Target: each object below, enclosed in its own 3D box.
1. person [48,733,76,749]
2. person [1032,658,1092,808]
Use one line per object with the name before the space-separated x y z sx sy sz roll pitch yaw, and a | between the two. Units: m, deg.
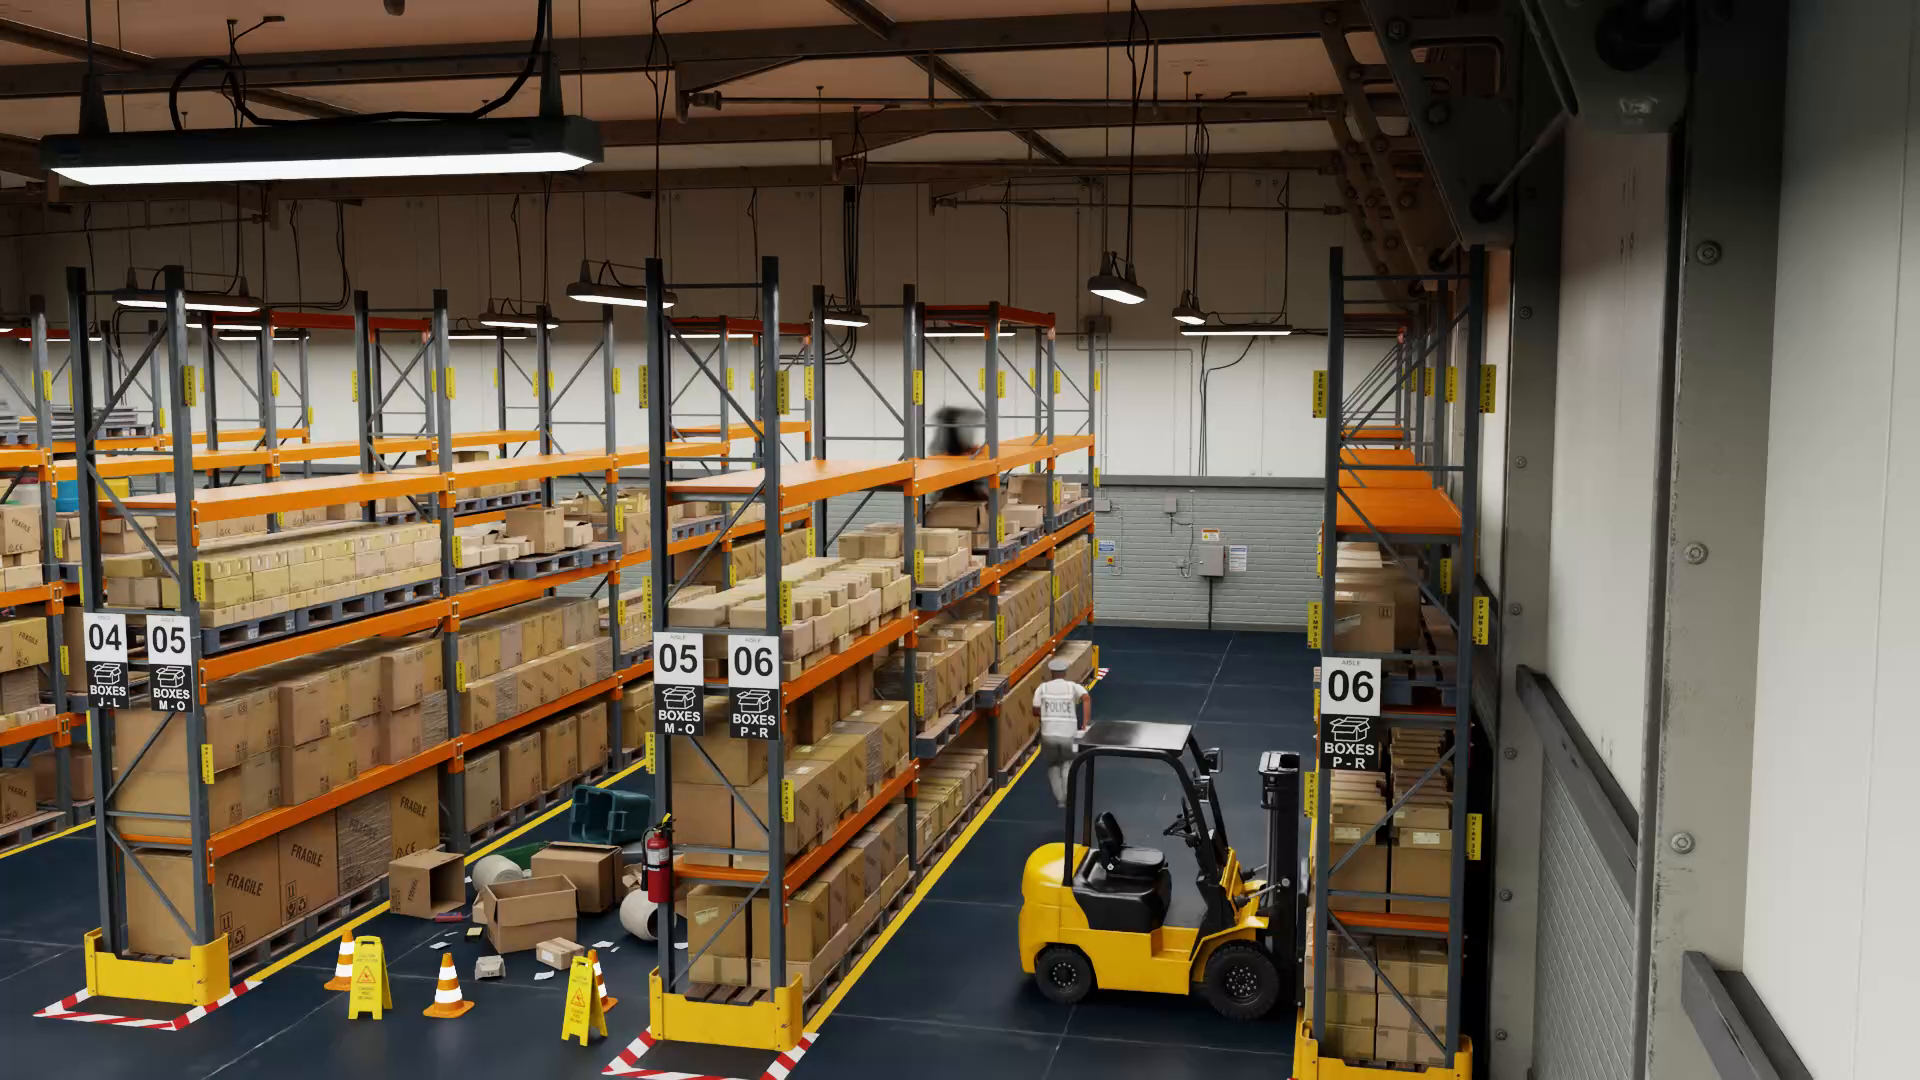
person | -11.657 2.214 21.486 0.531 1.567 0.894 1 6 7
person | 1.143 2.176 18.837 0.656 1.631 0.738 0 6 0
